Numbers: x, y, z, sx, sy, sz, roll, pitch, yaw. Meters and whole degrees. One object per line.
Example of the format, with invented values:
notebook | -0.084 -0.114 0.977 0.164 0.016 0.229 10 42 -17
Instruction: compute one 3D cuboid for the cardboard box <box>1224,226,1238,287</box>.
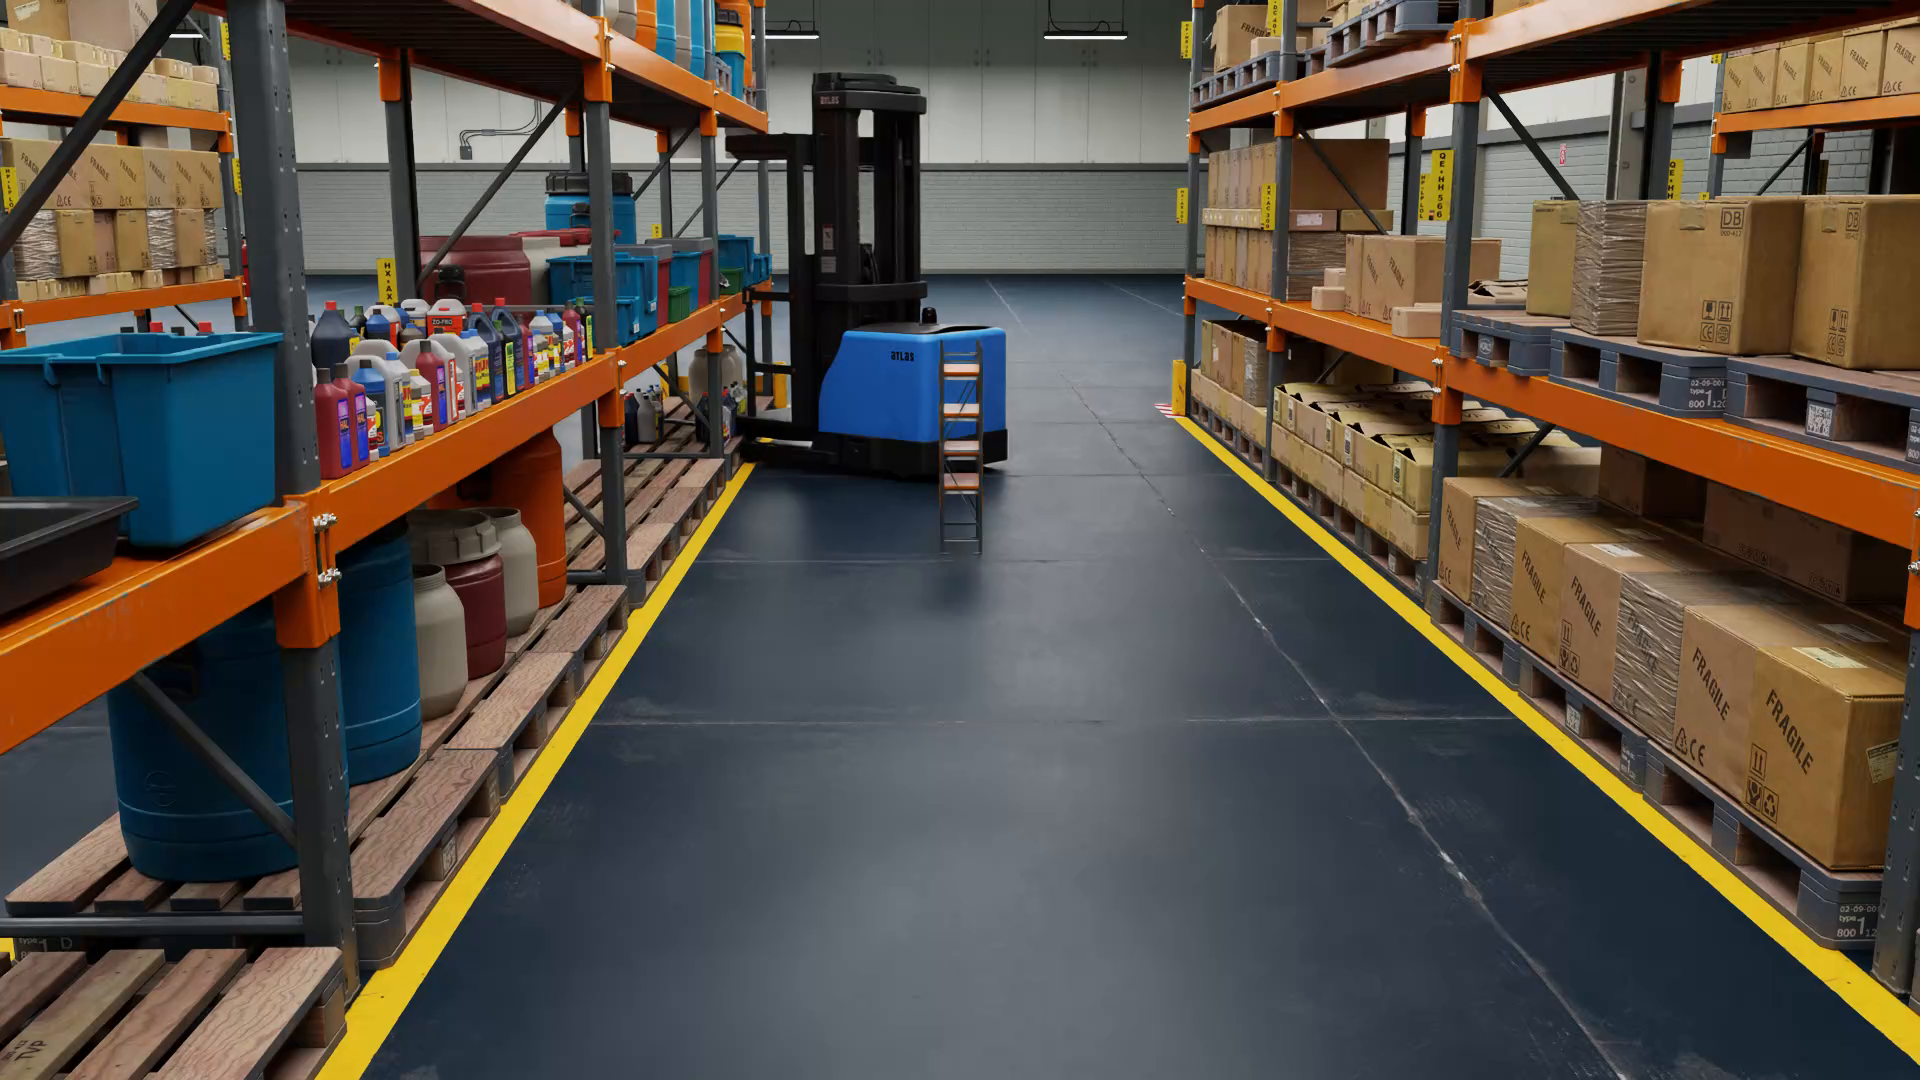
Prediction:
cardboard box | 2.671 -2.447 14.327 0.700 0.500 0.500 0 11 -1

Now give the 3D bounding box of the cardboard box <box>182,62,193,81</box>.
cardboard box | -6.929 -4.086 14.487 0.380 0.149 0.250 -1 11 -4

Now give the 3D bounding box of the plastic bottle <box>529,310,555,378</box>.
plastic bottle | -1.702 -0.796 6.764 0.097 0.271 0.097 0 11 0

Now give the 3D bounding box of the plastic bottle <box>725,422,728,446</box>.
plastic bottle | -1.786 -0.809 12.435 0.097 0.201 0.097 0 11 0

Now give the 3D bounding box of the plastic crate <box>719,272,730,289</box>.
plastic crate | -2.100 -1.954 12.301 0.767 0.338 0.504 0 11 -1

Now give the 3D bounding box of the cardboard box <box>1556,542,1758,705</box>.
cardboard box | 2.580 0.305 6.194 0.500 0.500 0.500 -1 11 -3

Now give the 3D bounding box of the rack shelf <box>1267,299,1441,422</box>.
rack shelf | 2.778 -1.149 9.988 1.077 0.370 4.000 0 11 -1

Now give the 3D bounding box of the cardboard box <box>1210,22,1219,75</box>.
cardboard box | 2.661 -4.375 14.868 0.797 0.503 0.637 1 11 3

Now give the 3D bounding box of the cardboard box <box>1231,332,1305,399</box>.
cardboard box | 2.495 -1.415 13.463 0.500 0.500 0.500 0 11 -1

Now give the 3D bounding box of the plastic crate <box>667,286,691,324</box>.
plastic crate | -1.898 -1.431 10.100 0.450 0.188 0.662 0 11 -1

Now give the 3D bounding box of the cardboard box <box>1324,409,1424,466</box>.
cardboard box | 2.529 -0.644 10.136 0.500 0.311 0.500 0 11 0

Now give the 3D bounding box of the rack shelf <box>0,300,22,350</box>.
rack shelf | -7.127 -1.109 9.791 1.077 0.370 4.000 0 11 -1

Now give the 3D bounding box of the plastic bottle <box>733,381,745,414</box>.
plastic bottle | -1.834 -1.118 13.582 0.144 0.351 0.185 0 11 1

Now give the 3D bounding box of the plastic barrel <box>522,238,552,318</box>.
plastic barrel | -2.368 -1.343 8.853 0.421 0.512 0.421 0 11 0

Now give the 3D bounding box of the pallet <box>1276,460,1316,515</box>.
pallet | 2.791 -0.386 11.432 1.003 0.211 1.213 0 11 -1

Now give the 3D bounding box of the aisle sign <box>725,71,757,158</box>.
aisle sign | -2.003 -3.964 15.517 0.394 0.787 0.004 0 11 -1

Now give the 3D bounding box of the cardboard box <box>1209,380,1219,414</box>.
cardboard box | 2.466 -1.246 14.517 0.500 0.250 0.500 0 11 -1

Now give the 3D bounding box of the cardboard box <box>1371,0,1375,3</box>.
cardboard box | 2.715 -3.121 9.676 0.500 0.250 0.500 -1 12 -6

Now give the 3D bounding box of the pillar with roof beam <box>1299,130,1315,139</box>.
pillar with roof beam | 3.686 -10.273 38.063 9.100 9.000 0.548 0 11 -1

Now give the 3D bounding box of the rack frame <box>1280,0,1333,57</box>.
rack frame | 2.736 -4.839 11.280 1.000 3.000 0.127 0 11 -1

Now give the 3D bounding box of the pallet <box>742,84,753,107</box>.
pallet | -2.379 -3.887 14.607 1.003 0.211 1.213 0 11 -1

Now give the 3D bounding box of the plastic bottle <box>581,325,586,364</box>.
plastic bottle | -1.714 -0.885 7.379 0.097 0.201 0.097 0 11 0

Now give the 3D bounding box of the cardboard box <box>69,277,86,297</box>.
cardboard box | -6.911 -1.929 12.655 0.380 0.149 0.250 0 11 -1

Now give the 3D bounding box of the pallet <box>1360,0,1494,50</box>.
pallet | 2.716 -2.616 8.341 1.213 0.211 1.003 0 11 1

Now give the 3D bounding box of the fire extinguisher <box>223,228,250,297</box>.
fire extinguisher | -6.792 -2.641 15.728 0.296 0.674 0.183 0 11 -1

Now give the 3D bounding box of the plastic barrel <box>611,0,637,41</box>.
plastic barrel | -1.933 -2.964 8.321 0.600 0.901 0.600 0 11 0

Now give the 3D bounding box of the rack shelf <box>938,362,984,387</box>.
rack shelf | 0.003 -0.940 9.699 0.258 0.148 0.480 0 11 -1

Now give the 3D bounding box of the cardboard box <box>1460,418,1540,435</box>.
cardboard box | 3.074 -0.548 9.666 0.500 0.311 0.500 -1 11 -3

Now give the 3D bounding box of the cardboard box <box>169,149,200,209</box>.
cardboard box | -6.976 -3.131 14.436 0.500 0.500 0.500 0 11 -1

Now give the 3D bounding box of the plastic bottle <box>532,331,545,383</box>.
plastic bottle | -1.698 -0.723 6.580 0.097 0.201 0.097 0 11 0

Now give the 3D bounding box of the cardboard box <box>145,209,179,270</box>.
cardboard box | -7.169 -2.541 14.041 0.875 0.500 0.500 0 11 -1

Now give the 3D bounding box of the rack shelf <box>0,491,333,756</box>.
rack shelf | -2.009 0.461 2.053 1.077 0.370 4.000 0 11 -1

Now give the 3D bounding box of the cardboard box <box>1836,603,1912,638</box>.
cardboard box | 3.113 0.497 5.244 0.500 0.500 0.500 0 11 0

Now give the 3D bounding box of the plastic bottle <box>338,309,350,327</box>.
plastic bottle | -2.476 -0.775 6.630 0.061 0.283 0.133 0 11 -1

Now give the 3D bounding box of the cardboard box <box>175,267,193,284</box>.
cardboard box | -6.987 -2.327 14.614 0.380 0.149 0.250 0 11 -1

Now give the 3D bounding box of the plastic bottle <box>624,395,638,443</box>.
plastic bottle | -2.517 -0.924 12.624 0.144 0.351 0.185 -1 11 -3

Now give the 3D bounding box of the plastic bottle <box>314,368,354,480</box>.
plastic bottle | -1.632 -0.307 4.321 0.061 0.283 0.133 0 11 -1

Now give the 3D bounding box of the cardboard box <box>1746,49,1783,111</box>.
cardboard box | 7.339 -4.070 14.730 0.500 0.500 0.500 1 11 3

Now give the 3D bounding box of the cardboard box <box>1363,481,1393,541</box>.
cardboard box | 2.550 -0.168 9.204 0.500 0.250 0.500 0 11 -2

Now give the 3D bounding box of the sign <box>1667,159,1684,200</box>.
sign | 3.361 -1.637 7.870 0.100 0.325 0.005 0 11 -1

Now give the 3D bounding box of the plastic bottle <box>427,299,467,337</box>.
plastic bottle | -2.296 -0.937 7.445 0.152 0.276 0.135 0 11 -1

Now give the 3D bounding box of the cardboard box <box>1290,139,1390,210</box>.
cardboard box | 2.721 -2.672 12.172 0.700 0.500 0.500 0 11 -1

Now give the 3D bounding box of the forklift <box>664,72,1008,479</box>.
forklift | -1.111 -2.091 12.997 3.031 2.935 1.130 9 14 37

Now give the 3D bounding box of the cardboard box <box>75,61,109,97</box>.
cardboard box | -6.937 -3.550 12.847 0.500 0.250 0.500 -1 11 -3

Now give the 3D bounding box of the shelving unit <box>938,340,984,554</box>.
shelving unit | 0.003 -0.555 9.778 0.258 1.200 0.503 0 11 -1

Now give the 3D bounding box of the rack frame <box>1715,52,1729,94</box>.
rack frame | 7.606 -5.656 15.303 1.000 3.000 0.127 0 11 -1

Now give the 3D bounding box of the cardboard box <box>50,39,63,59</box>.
cardboard box | -6.973 -3.672 12.447 0.380 0.149 0.250 0 11 1

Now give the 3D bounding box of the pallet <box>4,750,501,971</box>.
pallet | -2.025 0.924 4.975 1.003 0.211 1.213 0 11 -1

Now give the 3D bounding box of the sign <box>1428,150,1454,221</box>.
sign | 2.264 -1.669 7.827 0.100 0.325 0.005 0 11 -1

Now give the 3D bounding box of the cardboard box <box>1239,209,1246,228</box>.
cardboard box | 2.483 -2.624 13.568 0.380 0.149 0.250 0 11 1

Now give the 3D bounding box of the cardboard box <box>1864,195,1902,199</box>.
cardboard box | 7.354 -2.416 12.864 0.500 0.500 0.500 0 11 -1

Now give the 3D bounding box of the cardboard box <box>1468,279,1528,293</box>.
cardboard box | 2.994 -1.239 8.846 0.500 0.311 0.500 0 11 -2

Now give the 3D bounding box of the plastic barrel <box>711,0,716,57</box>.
plastic barrel | -2.130 -3.999 12.367 0.600 0.901 0.708 0 11 -1
